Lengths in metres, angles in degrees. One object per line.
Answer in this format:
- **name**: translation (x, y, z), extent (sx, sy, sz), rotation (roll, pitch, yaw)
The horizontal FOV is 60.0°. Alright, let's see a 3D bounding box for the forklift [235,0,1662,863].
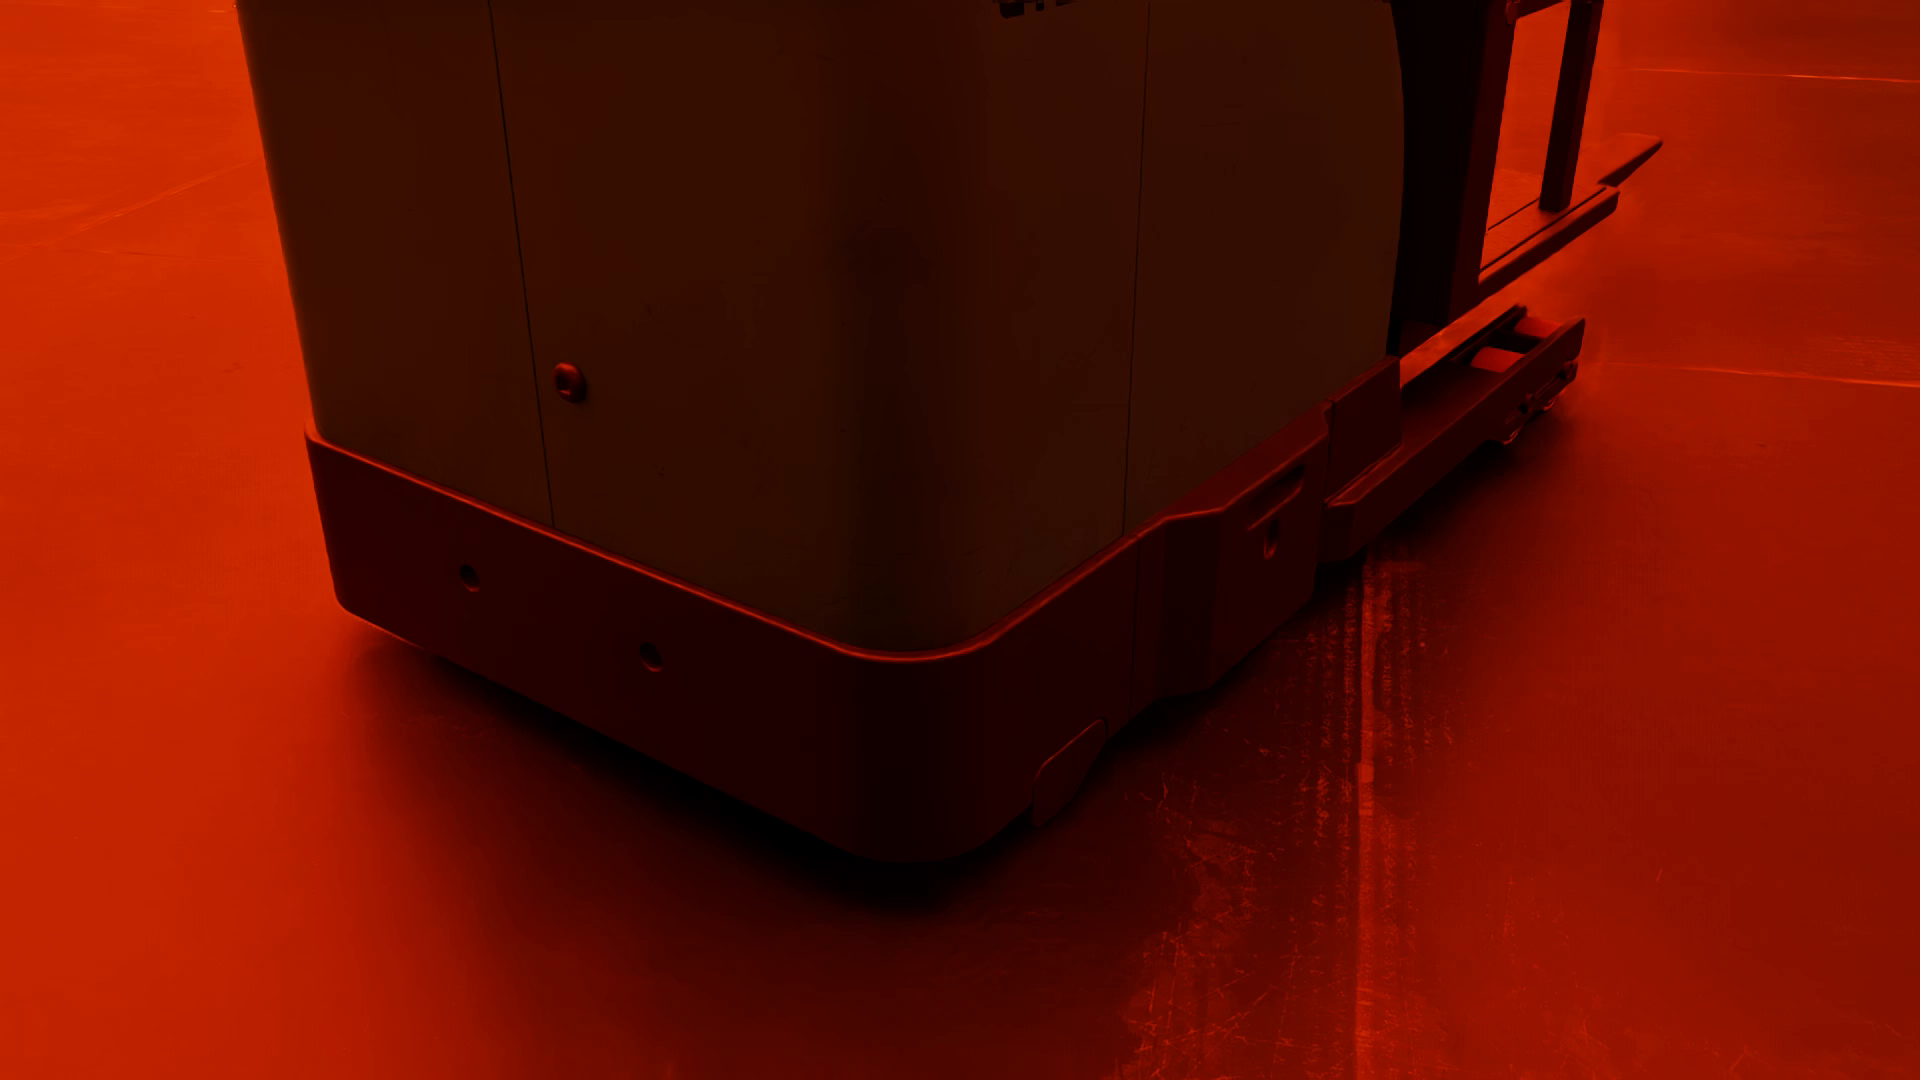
- **forklift**: translation (0.450, -1.584, 2.387), extent (1.130, 2.935, 3.031), rotation (19, 32, 32)
